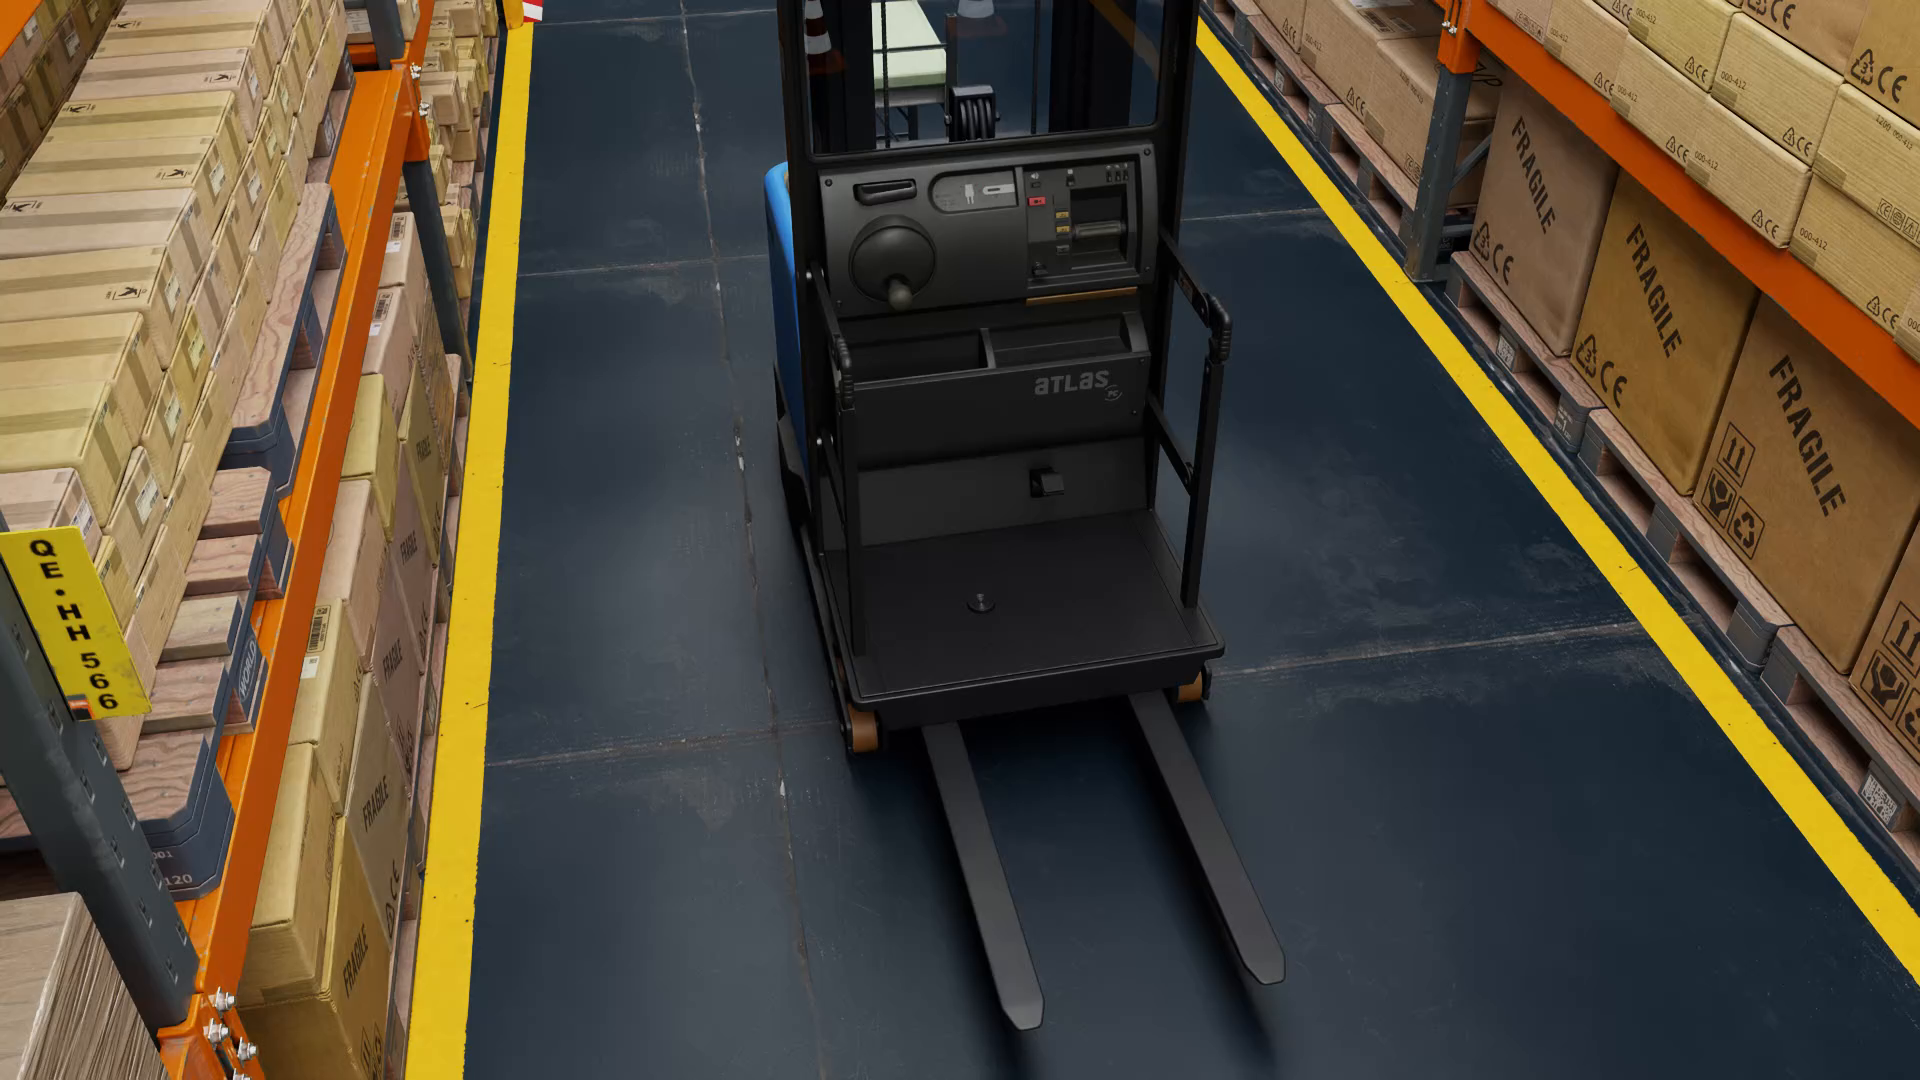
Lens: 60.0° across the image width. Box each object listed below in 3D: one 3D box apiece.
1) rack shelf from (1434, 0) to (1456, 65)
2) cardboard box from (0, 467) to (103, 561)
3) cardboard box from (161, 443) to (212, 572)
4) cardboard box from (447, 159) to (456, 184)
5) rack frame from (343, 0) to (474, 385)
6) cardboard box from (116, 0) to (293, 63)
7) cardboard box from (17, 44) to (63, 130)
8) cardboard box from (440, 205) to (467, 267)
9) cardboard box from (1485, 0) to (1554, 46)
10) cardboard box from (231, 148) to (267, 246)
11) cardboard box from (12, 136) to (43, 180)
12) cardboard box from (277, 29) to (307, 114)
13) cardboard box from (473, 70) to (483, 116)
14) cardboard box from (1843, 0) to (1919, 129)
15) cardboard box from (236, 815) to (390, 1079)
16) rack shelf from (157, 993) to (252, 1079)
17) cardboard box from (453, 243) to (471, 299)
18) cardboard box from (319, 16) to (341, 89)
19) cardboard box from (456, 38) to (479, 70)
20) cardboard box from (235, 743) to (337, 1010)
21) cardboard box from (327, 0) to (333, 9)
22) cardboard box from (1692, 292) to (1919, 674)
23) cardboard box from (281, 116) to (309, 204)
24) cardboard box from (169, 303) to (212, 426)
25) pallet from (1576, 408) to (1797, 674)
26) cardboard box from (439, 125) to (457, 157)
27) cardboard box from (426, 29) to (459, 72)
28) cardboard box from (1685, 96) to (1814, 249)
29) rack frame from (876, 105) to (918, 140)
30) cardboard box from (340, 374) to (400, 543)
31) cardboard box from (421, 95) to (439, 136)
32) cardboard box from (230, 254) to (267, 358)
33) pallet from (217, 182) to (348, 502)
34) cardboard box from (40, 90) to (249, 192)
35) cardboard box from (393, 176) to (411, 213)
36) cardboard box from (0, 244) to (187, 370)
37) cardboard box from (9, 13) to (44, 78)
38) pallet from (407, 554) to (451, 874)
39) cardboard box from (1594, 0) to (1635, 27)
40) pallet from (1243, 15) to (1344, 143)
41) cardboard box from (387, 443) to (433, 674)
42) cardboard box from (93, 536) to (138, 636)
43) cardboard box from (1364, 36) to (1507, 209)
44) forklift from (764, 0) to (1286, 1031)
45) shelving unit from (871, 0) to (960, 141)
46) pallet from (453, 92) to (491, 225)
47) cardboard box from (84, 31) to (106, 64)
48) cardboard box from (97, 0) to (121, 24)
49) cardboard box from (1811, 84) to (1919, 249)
[{"bbox_3d":[2.084,-3.298,8.137,1.077,0.370,4.000,-6,38,-8],"label":"rack shelf"},{"bbox_3d":[-1.611,0.031,2.643,0.380,0.149,0.250,-6,38,-8],"label":"cardboard box"},{"bbox_3d":[-1.694,-0.048,3.230,0.380,0.149,0.250,-4,38,-6],"label":"cardboard box"},{"bbox_3d":[-2.404,-1.529,7.254,0.380,0.149,0.250,-7,38,-9],"label":"cardboard box"},{"bbox_3d":[-2.421,-1.781,5.597,1.000,3.000,0.127,-6,38,-8],"label":"rack frame"},{"bbox_3d":[-2.021,-1.384,4.464,0.380,0.149,0.250,-6,38,-8],"label":"cardboard box"},{"bbox_3d":[-2.666,-1.208,4.480,0.380,0.149,0.250,-8,39,-10],"label":"cardboard box"},{"bbox_3d":[-2.170,-1.192,6.578,0.380,0.149,0.250,-5,38,-6],"label":"cardboard box"},{"bbox_3d":[2.252,-2.021,6.029,0.500,0.250,0.500,-7,38,-9],"label":"cardboard box"},{"bbox_3d":[-1.885,-0.803,3.958,0.380,0.149,0.250,-5,38,-6],"label":"cardboard box"},{"bbox_3d":[-2.623,-0.936,4.373,0.380,0.149,0.250,-8,39,-10],"label":"cardboard box"},{"bbox_3d":[-2.017,-1.272,4.562,0.380,0.149,0.250,-7,38,-9],"label":"cardboard box"},{"bbox_3d":[-2.528,-2.166,8.074,0.380,0.149,0.250,-6,38,-7],"label":"cardboard box"},{"bbox_3d":[2.609,-1.286,4.064,0.500,0.500,0.500,-6,38,-8],"label":"cardboard box"},{"bbox_3d":[-1.593,1.002,3.711,0.500,0.500,0.500,-8,39,-10],"label":"cardboard box"},{"bbox_3d":[-1.369,2.127,1.153,1.077,0.370,4.000,-6,38,-8],"label":"rack shelf"},{"bbox_3d":[-2.169,-1.075,6.671,0.380,0.149,0.250,-8,39,-10],"label":"cardboard box"},{"bbox_3d":[-2.110,-1.472,5.062,0.380,0.149,0.250,-6,38,-8],"label":"cardboard box"},{"bbox_3d":[-2.526,-2.284,7.984,0.380,0.149,0.250,-4,38,-6],"label":"cardboard box"},{"bbox_3d":[-1.602,0.718,3.465,0.500,0.250,0.500,-8,39,-10],"label":"cardboard box"},{"bbox_3d":[-2.157,-1.746,5.172,0.380,0.149,0.250,-5,38,-7],"label":"cardboard box"},{"bbox_3d":[2.944,-0.250,5.017,0.875,0.875,0.875,-6,38,-7],"label":"cardboard box"},{"bbox_3d":[-1.971,-1.002,4.458,0.380,0.149,0.250,-8,39,-10],"label":"cardboard box"},{"bbox_3d":[-1.751,-0.339,3.362,0.380,0.149,0.250,-6,38,-8],"label":"cardboard box"},{"bbox_3d":[2.861,-0.077,5.677,1.003,0.211,1.213,-6,38,-8],"label":"pallet"},{"bbox_3d":[-2.450,-1.810,7.374,0.380,0.149,0.250,-5,38,-6],"label":"cardboard box"},{"bbox_3d":[-2.526,-2.233,7.676,0.380,0.149,0.250,-6,38,-8],"label":"cardboard box"},{"bbox_3d":[2.497,-1.094,4.836,0.500,0.250,0.500,-7,38,-9],"label":"cardboard box"},{"bbox_3d":[-0.366,-1.582,6.564,0.400,1.500,0.023,-8,38,-10],"label":"rack frame"},{"bbox_3d":[-1.858,-0.203,4.651,0.500,0.250,0.500,-8,39,-10],"label":"cardboard box"},{"bbox_3d":[-2.429,-1.761,7.069,0.380,0.149,0.250,-7,38,-9],"label":"cardboard box"},{"bbox_3d":[-1.834,-0.524,3.842,0.380,0.149,0.250,-6,38,-7],"label":"cardboard box"},{"bbox_3d":[-2.107,-0.480,4.080,1.003,0.211,1.213,-6,38,-8],"label":"pallet"},{"bbox_3d":[-1.882,-0.911,3.855,0.380,0.149,0.250,-7,38,-9],"label":"cardboard box"},{"bbox_3d":[-2.278,-1.286,6.457,0.380,0.149,0.250,-5,38,-6],"label":"cardboard box"},{"bbox_3d":[-1.744,-0.437,3.245,0.380,0.149,0.250,-8,39,-10],"label":"cardboard box"},{"bbox_3d":[-2.666,-1.321,4.383,0.380,0.149,0.250,-7,38,-9],"label":"cardboard box"},{"bbox_3d":[-2.066,0.529,4.897,1.003,0.211,1.213,-6,38,-8],"label":"pallet"},{"bbox_3d":[2.353,-1.904,5.471,0.500,0.250,0.500,-6,38,-7],"label":"cardboard box"},{"bbox_3d":[2.161,-2.479,8.769,1.003,0.211,1.213,-6,38,-8],"label":"pallet"},{"bbox_3d":[-1.868,0.081,4.896,0.500,0.500,0.500,-7,38,-9],"label":"cardboard box"},{"bbox_3d":[-1.607,0.138,2.748,0.380,0.149,0.250,-5,38,-6],"label":"cardboard box"},{"bbox_3d":[2.430,-1.919,7.521,0.875,0.438,0.875,-7,38,-9],"label":"cardboard box"},{"bbox_3d":[0.135,-0.780,4.366,1.130,2.935,3.031,-8,39,-10],"label":"forklift"},{"bbox_3d":[-0.287,-1.363,6.282,0.431,1.500,0.755,-8,38,-10],"label":"shelving unit"},{"bbox_3d":[-2.791,-1.820,7.920,1.003,0.211,1.213,-6,38,-8],"label":"pallet"},{"bbox_3d":[-2.751,-1.393,4.961,0.380,0.149,0.250,-6,38,-7],"label":"cardboard box"},{"bbox_3d":[-2.805,-1.677,5.084,0.380,0.149,0.250,-6,38,-7],"label":"cardboard box"},{"bbox_3d":[2.597,-0.978,4.279,0.500,0.250,0.500,-7,38,-9],"label":"cardboard box"}]
